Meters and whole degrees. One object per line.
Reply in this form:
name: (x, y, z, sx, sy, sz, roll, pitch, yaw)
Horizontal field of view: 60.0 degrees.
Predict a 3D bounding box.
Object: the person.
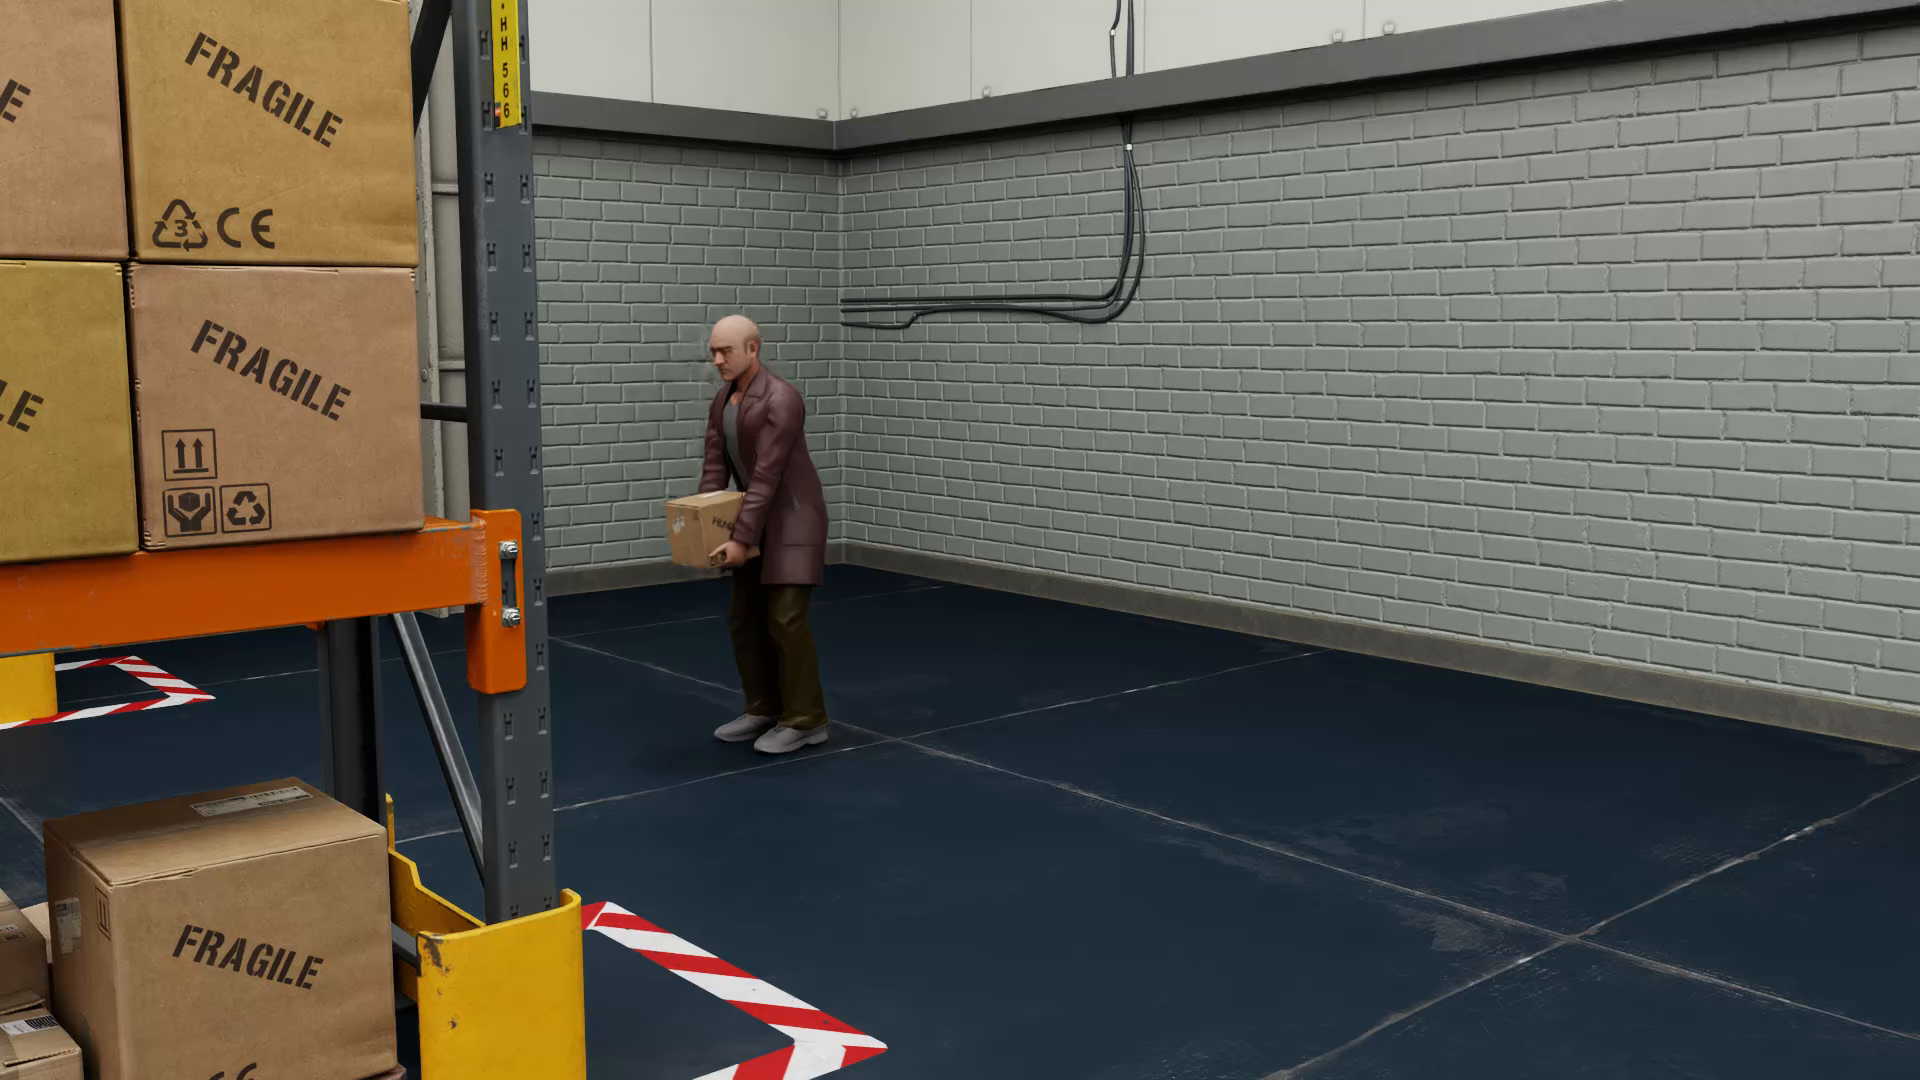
person: (-0.828, -0.023, 6.678, 0.600, 1.744, 0.534, -7, 10, -42)
